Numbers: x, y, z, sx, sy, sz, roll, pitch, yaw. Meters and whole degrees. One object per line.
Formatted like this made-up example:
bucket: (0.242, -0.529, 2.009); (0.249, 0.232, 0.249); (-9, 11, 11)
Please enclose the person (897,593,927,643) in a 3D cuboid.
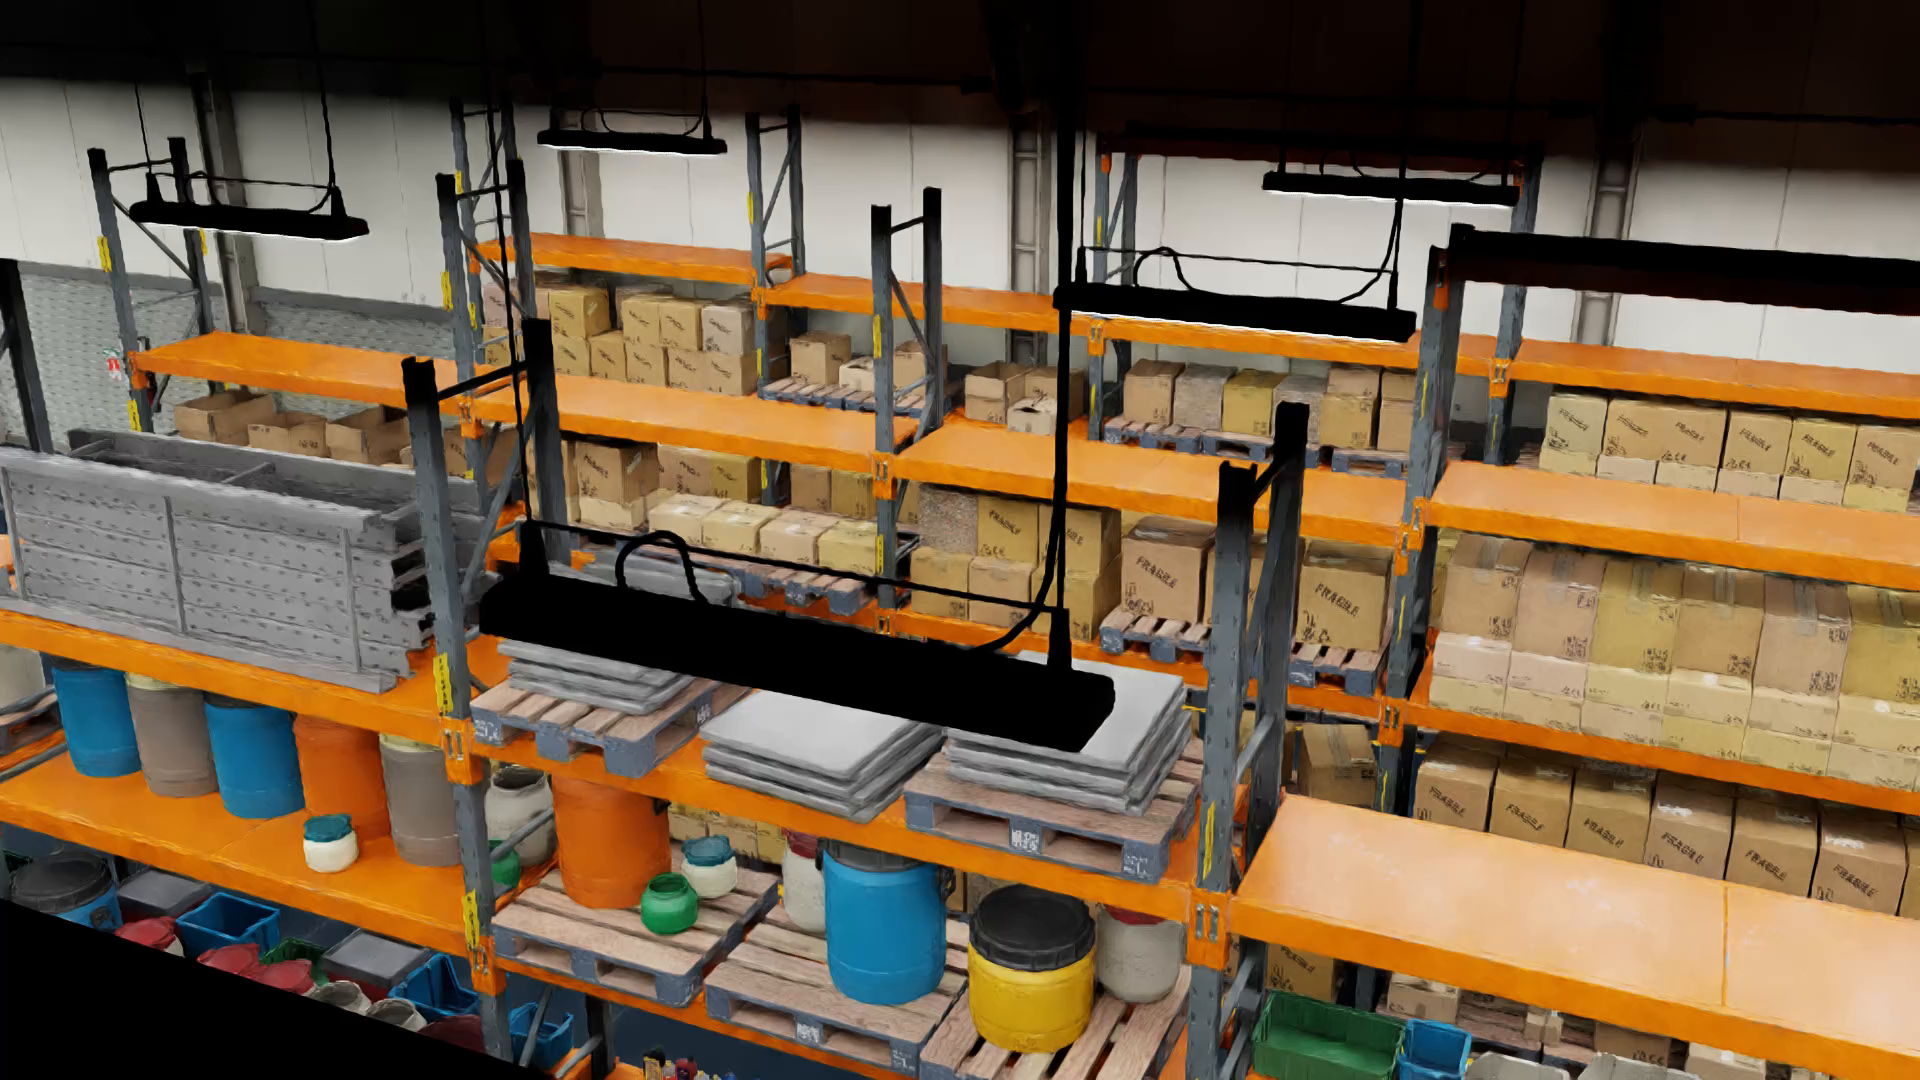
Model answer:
person: (-0.506, 1.276, 16.764); (0.588, 1.749, 0.466); (-2, 21, -4)
